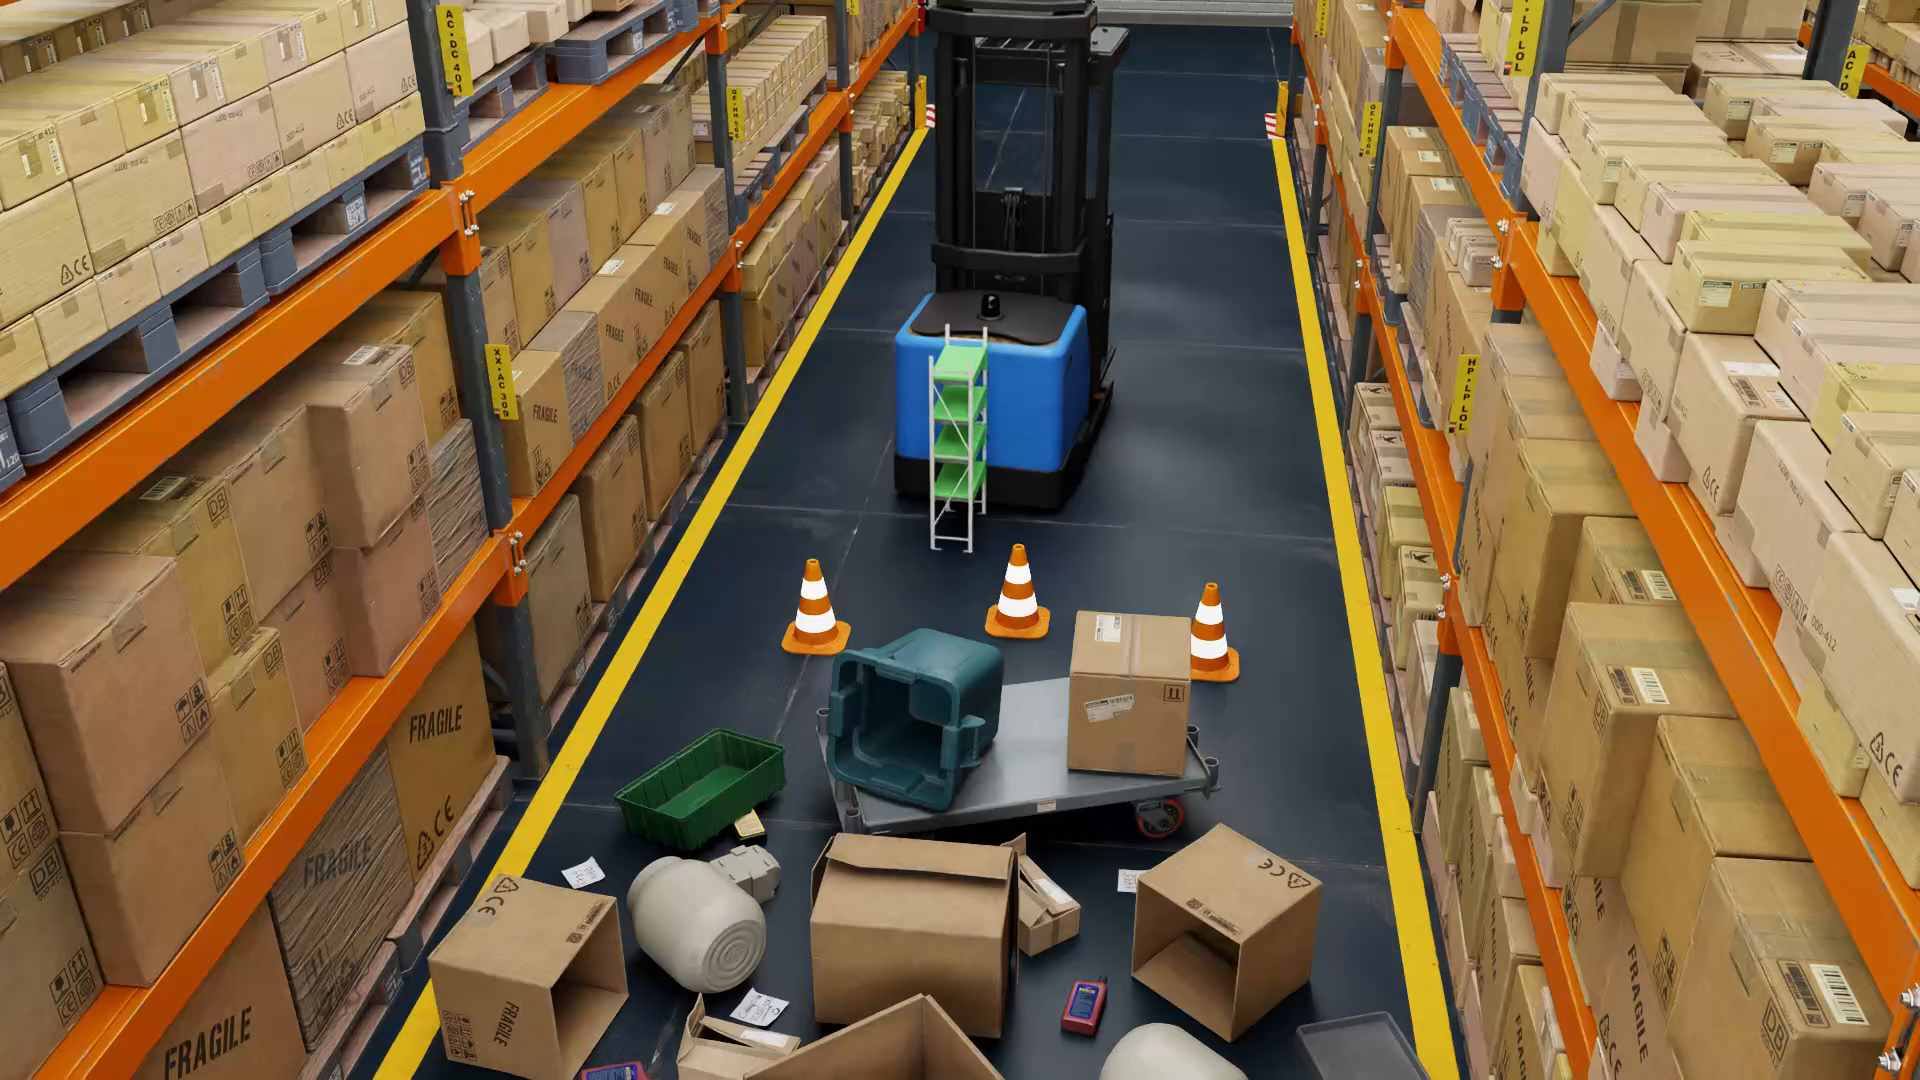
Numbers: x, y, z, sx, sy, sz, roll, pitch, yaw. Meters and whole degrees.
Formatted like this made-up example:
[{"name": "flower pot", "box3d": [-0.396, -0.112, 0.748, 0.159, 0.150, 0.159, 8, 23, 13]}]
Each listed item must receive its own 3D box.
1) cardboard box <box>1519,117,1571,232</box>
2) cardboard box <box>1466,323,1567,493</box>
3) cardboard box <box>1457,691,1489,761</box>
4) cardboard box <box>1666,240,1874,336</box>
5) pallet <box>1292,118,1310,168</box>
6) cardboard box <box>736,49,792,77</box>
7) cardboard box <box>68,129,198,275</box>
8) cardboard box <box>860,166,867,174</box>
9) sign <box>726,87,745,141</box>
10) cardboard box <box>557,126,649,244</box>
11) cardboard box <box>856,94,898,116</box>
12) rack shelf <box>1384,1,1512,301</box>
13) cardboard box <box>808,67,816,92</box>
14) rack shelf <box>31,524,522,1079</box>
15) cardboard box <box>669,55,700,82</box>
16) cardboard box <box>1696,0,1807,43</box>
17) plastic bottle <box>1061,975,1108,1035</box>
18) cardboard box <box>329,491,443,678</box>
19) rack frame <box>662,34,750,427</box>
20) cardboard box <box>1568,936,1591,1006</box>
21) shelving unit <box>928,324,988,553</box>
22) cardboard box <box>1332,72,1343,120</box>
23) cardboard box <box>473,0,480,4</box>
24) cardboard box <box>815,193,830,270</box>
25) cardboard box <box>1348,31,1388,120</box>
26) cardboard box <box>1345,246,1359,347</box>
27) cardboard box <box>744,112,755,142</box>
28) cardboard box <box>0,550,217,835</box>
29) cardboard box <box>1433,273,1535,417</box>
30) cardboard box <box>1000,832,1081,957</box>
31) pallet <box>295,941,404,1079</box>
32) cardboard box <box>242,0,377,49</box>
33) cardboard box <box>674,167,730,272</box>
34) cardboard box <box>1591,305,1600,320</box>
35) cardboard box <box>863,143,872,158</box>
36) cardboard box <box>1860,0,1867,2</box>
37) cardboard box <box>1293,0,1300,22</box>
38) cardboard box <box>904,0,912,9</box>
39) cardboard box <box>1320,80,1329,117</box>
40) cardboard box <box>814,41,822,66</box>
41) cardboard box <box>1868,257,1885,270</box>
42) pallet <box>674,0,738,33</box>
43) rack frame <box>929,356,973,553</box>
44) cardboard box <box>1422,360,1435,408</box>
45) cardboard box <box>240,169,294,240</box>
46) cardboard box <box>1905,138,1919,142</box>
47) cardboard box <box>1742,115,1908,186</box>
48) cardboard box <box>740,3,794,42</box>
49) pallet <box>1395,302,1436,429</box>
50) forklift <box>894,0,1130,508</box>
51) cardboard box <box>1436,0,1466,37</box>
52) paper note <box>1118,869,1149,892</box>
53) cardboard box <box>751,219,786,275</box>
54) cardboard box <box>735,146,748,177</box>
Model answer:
[{"name": "cardboard box", "box3d": [2.179, -1.212, 5.520, 0.500, 0.250, 0.500, 3, 28, 5]}, {"name": "cardboard box", "box3d": [2.235, -0.439, 5.928, 0.700, 0.500, 0.500, 3, 28, 6]}, {"name": "cardboard box", "box3d": [2.089, 0.709, 6.253, 0.380, 0.149, 0.250, 4, 29, 7]}, {"name": "cardboard box", "box3d": [1.917, -0.596, 3.956, 0.380, 0.149, 0.250, 4, 29, 7]}, {"name": "pallet", "box3d": [3.954, -4.058, 17.060, 1.003, 0.211, 1.213, 3, 28, 6]}, {"name": "cardboard box", "box3d": [-1.456, -3.546, 12.365, 0.380, 0.149, 0.250, 2, 28, 4]}, {"name": "cardboard box", "box3d": [-2.412, -0.915, 4.419, 0.500, 0.250, 0.500, 3, 28, 6]}, {"name": "cardboard box", "box3d": [-1.065, -3.352, 15.372, 0.380, 0.149, 0.250, 3, 28, 6]}, {"name": "sign", "box3d": [-1.379, -2.620, 10.230, 0.100, 0.325, 0.005, 3, 28, 6]}, {"name": "cardboard box", "box3d": [-2.117, -1.935, 9.019, 0.700, 0.500, 0.500, 3, 28, 5]}, {"name": "cardboard box", "box3d": [-0.829, -4.342, 16.584, 0.380, 0.149, 0.250, 4, 29, 8]}, {"name": "rack shelf", "box3d": [2.750, -1.963, 7.828, 1.077, 0.370, 4.000, 3, 28, 6]}, {"name": "cardboard box", "box3d": [-1.356, -3.660, 13.204, 0.380, 0.149, 0.250, 3, 28, 6]}, {"name": "rack shelf", "box3d": [-2.666, 1.000, 5.490, 1.077, 0.370, 4.000, 3, 28, 6]}, {"name": "cardboard box", "box3d": [-2.132, -3.466, 12.215, 0.380, 0.149, 0.250, 4, 29, 8]}, {"name": "cardboard box", "box3d": [3.025, -2.165, 6.631, 0.500, 0.250, 0.500, 3, 28, 5]}, {"name": "plastic bottle", "box3d": [0.485, 1.774, 6.393, 0.133, 0.061, 0.283, 8, 29, 15]}, {"name": "cardboard box", "box3d": [-2.499, 0.110, 6.224, 0.875, 0.550, 0.550, 3, 28, 6]}, {"name": "rack frame", "box3d": [-1.931, -2.141, 10.562, 1.000, 3.000, 0.127, 3, 28, 6]}, {"name": "cardboard box", "box3d": [1.935, 1.181, 4.661, 0.380, 0.149, 0.250, 3, 28, 6]}, {"name": "shelving unit", "box3d": [-0.006, -0.579, 9.560, 0.258, 1.200, 0.503, 5, 29, 9]}, {"name": "cardboard box", "box3d": [3.027, -3.264, 12.277, 0.500, 0.250, 0.500, 4, 29, 7]}, {"name": "cardboard box", "box3d": [-2.424, -2.606, 7.808, 0.500, 0.311, 0.500, 2, 28, 4]}, {"name": "cardboard box", "box3d": [-1.344, -2.504, 13.428, 0.500, 0.500, 0.500, 3, 28, 5]}, {"name": "cardboard box", "box3d": [2.920, -3.119, 11.217, 0.500, 0.500, 0.500, 3, 28, 6]}, {"name": "cardboard box", "box3d": [3.275, -1.890, 11.894, 0.875, 0.875, 0.875, 4, 29, 7]}, {"name": "cardboard box", "box3d": [-1.611, -2.816, 11.322, 0.380, 0.149, 0.250, 2, 28, 5]}, {"name": "cardboard box", "box3d": [-2.648, 0.391, 4.565, 0.875, 0.550, 0.550, 3, 28, 6]}, {"name": "cardboard box", "box3d": [2.393, -0.842, 7.289, 0.500, 0.500, 0.500, 4, 29, 6]}, {"name": "cardboard box", "box3d": [0.275, 1.444, 6.789, 0.258, 0.266, 0.396, -17, 33, -29]}, {"name": "pallet", "box3d": [-2.738, 1.899, 6.003, 1.003, 0.211, 1.213, 3, 28, 6]}, {"name": "cardboard box", "box3d": [-2.180, -1.738, 5.527, 0.380, 0.149, 0.250, 3, 28, 6]}, {"name": "cardboard box", "box3d": [-1.719, -1.957, 10.115, 0.500, 0.500, 0.500, 3, 28, 6]}, {"name": "cardboard box", "box3d": [2.144, -0.737, 5.058, 0.380, 0.149, 0.250, 4, 29, 8]}, {"name": "cardboard box", "box3d": [-1.049, -3.733, 15.766, 0.380, 0.149, 0.250, 5, 29, 9]}, {"name": "cardboard box", "box3d": [8.517, -5.010, 15.731, 0.500, 0.250, 0.500, 4, 29, 7]}, {"name": "cardboard box", "box3d": [3.631, -5.501, 16.694, 0.500, 0.500, 0.500, 3, 28, 6]}, {"name": "cardboard box", "box3d": [-0.710, -5.626, 17.296, 0.380, 0.149, 0.250, 3, 28, 6]}, {"name": "cardboard box", "box3d": [3.169, -3.526, 13.290, 0.500, 0.250, 0.500, 3, 28, 5]}, {"name": "cardboard box", "box3d": [-1.324, -3.906, 13.347, 0.380, 0.149, 0.250, 4, 29, 7]}, {"name": "cardboard box", "box3d": [2.580, -0.703, 4.574, 0.500, 0.250, 0.500, 3, 28, 5]}, {"name": "pallet", "box3d": [-1.957, -3.072, 9.327, 1.213, 0.211, 1.003, 5, 29, 9]}, {"name": "rack frame", "box3d": [-0.049, -0.465, 9.348, 0.240, 1.200, 0.015, 5, 29, 9]}, {"name": "cardboard box", "box3d": [2.367, -0.717, 7.741, 0.380, 0.149, 0.250, 4, 29, 7]}, {"name": "cardboard box", "box3d": [-2.272, -1.029, 5.051, 0.380, 0.149, 0.250, 4, 29, 7]}, {"name": "cardboard box", "box3d": [8.462, -3.293, 14.893, 0.700, 0.500, 0.500, 2, 28, 4]}, {"name": "cardboard box", "box3d": [2.606, -1.173, 5.026, 0.380, 0.149, 0.250, 4, 29, 7]}, {"name": "cardboard box", "box3d": [-1.662, -4.443, 14.415, 0.500, 0.500, 0.500, 3, 28, 6]}, {"name": "pallet", "box3d": [2.793, -0.882, 8.427, 1.003, 0.211, 1.213, 3, 28, 6]}, {"name": "forklift", "box3d": [0.441, -2.162, 10.673, 1.130, 2.935, 3.031, 6, 29, 12]}, {"name": "cardboard box", "box3d": [2.869, -2.820, 8.554, 0.700, 0.500, 0.500, 3, 28, 6]}, {"name": "paper note", "box3d": [0.746, 1.439, 7.046, 0.148, 0.019, 0.142, 3, 28, 6]}, {"name": "cardboard box", "box3d": [-1.544, -2.105, 11.896, 0.500, 0.250, 0.500, 3, 28, 6]}, {"name": "cardboard box", "box3d": [-1.642, -2.540, 11.125, 0.380, 0.149, 0.250, 5, 29, 9]}]
